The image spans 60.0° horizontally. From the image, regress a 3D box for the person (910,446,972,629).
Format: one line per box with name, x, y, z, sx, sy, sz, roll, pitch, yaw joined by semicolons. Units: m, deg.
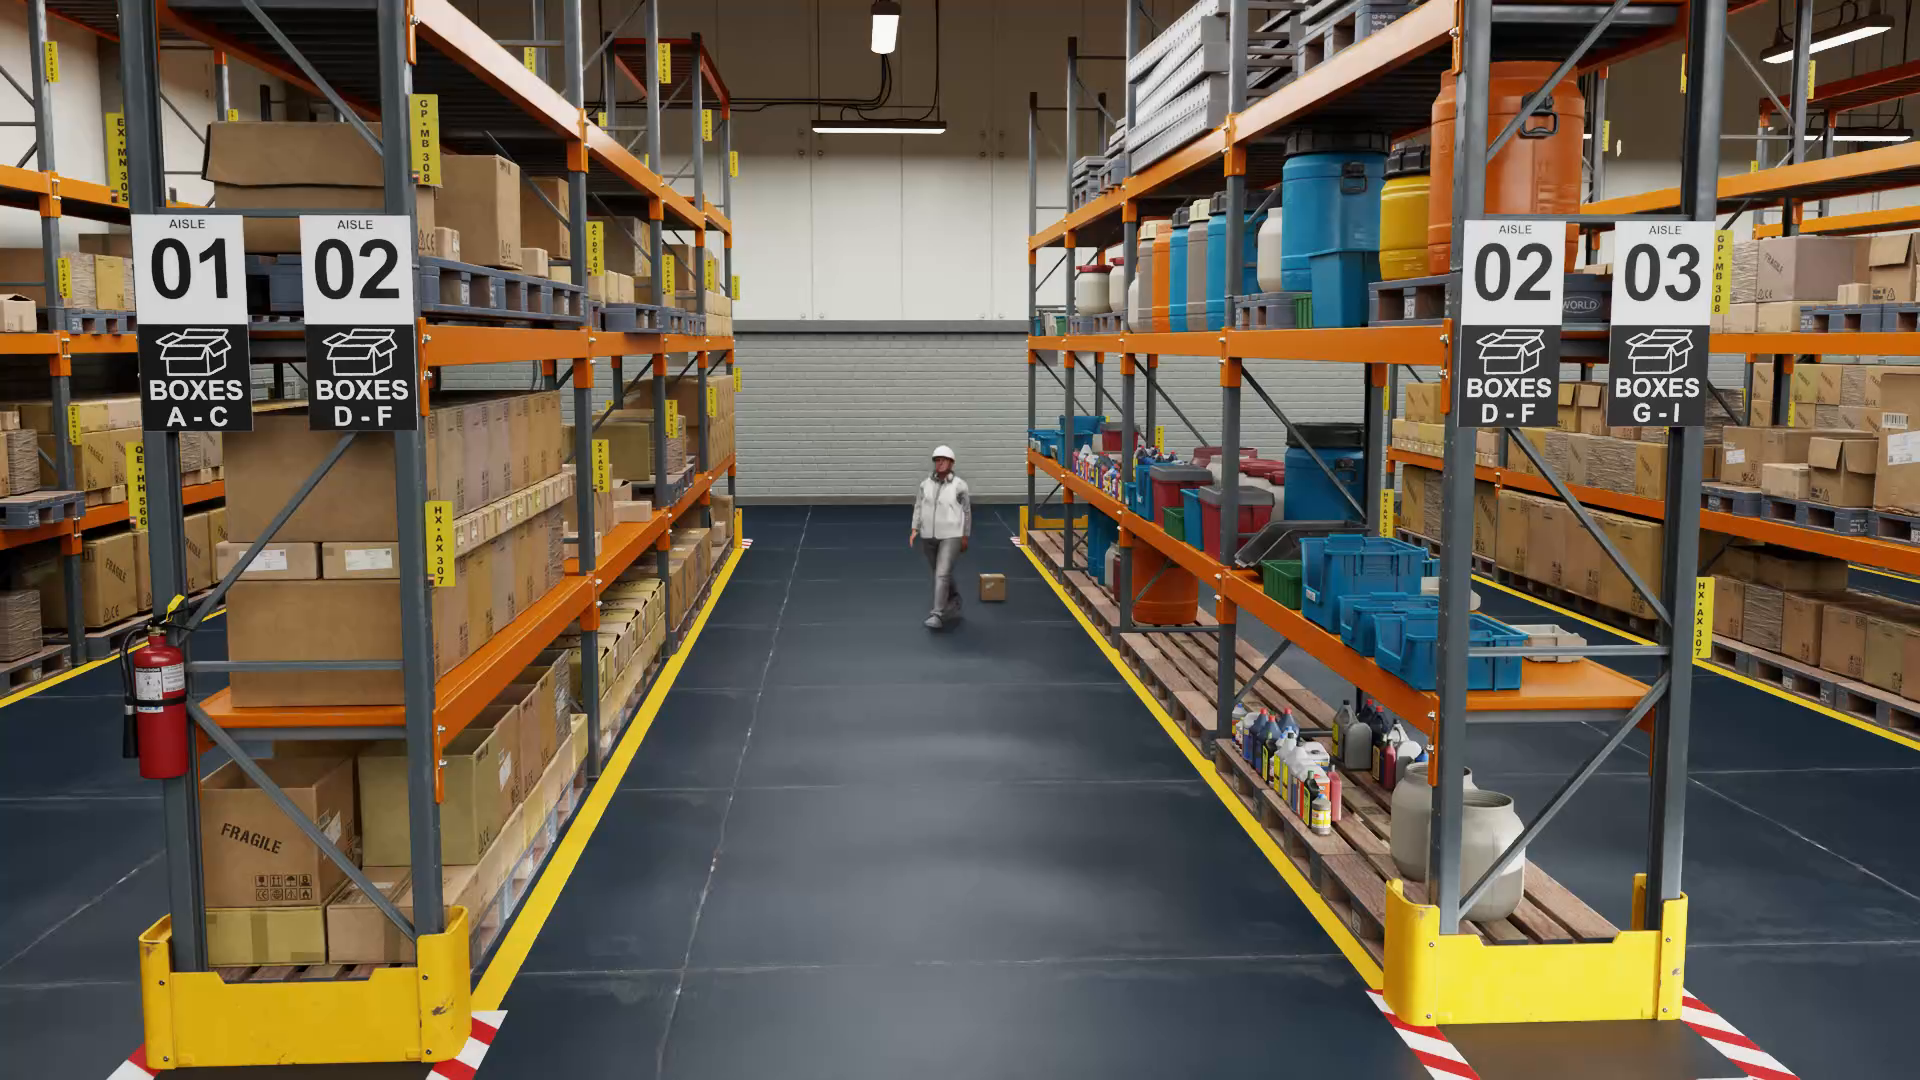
person;-0.198;-0.047;16.084;0.532;1.724;1.045;3;8;26
